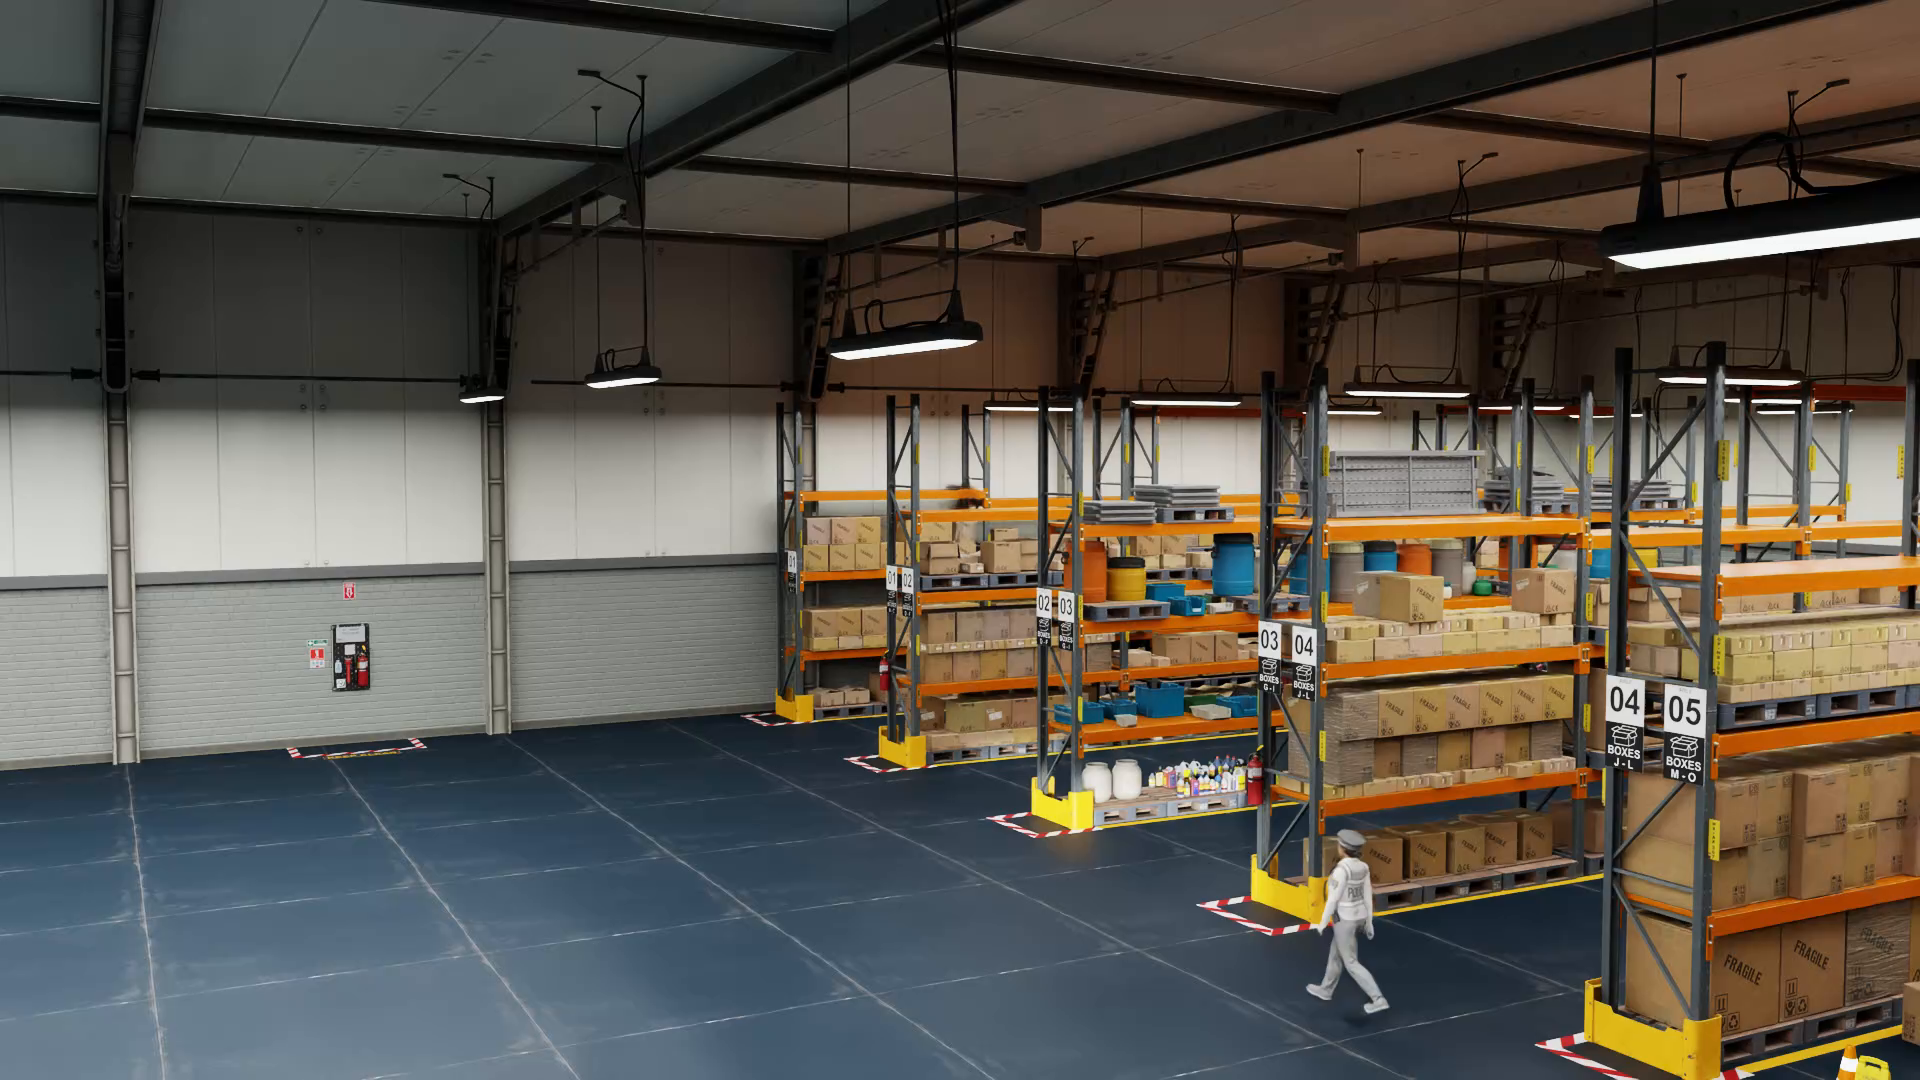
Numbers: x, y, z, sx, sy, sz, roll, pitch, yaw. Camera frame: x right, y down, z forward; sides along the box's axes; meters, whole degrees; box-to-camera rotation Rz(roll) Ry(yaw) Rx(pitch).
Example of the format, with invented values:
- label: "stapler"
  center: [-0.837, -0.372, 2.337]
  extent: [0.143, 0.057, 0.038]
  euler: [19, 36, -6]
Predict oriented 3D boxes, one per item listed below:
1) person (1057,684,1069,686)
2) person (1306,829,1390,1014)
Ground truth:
- label: "person"
  center: [2.035, 2.538, 31.721]
  extent: [0.474, 1.682, 0.423]
  euler: [-1, 3, -21]
- label: "person"
  center: [3.544, 3.473, 15.219]
  extent: [0.971, 1.647, 0.477]
  euler: [3, 4, 44]
